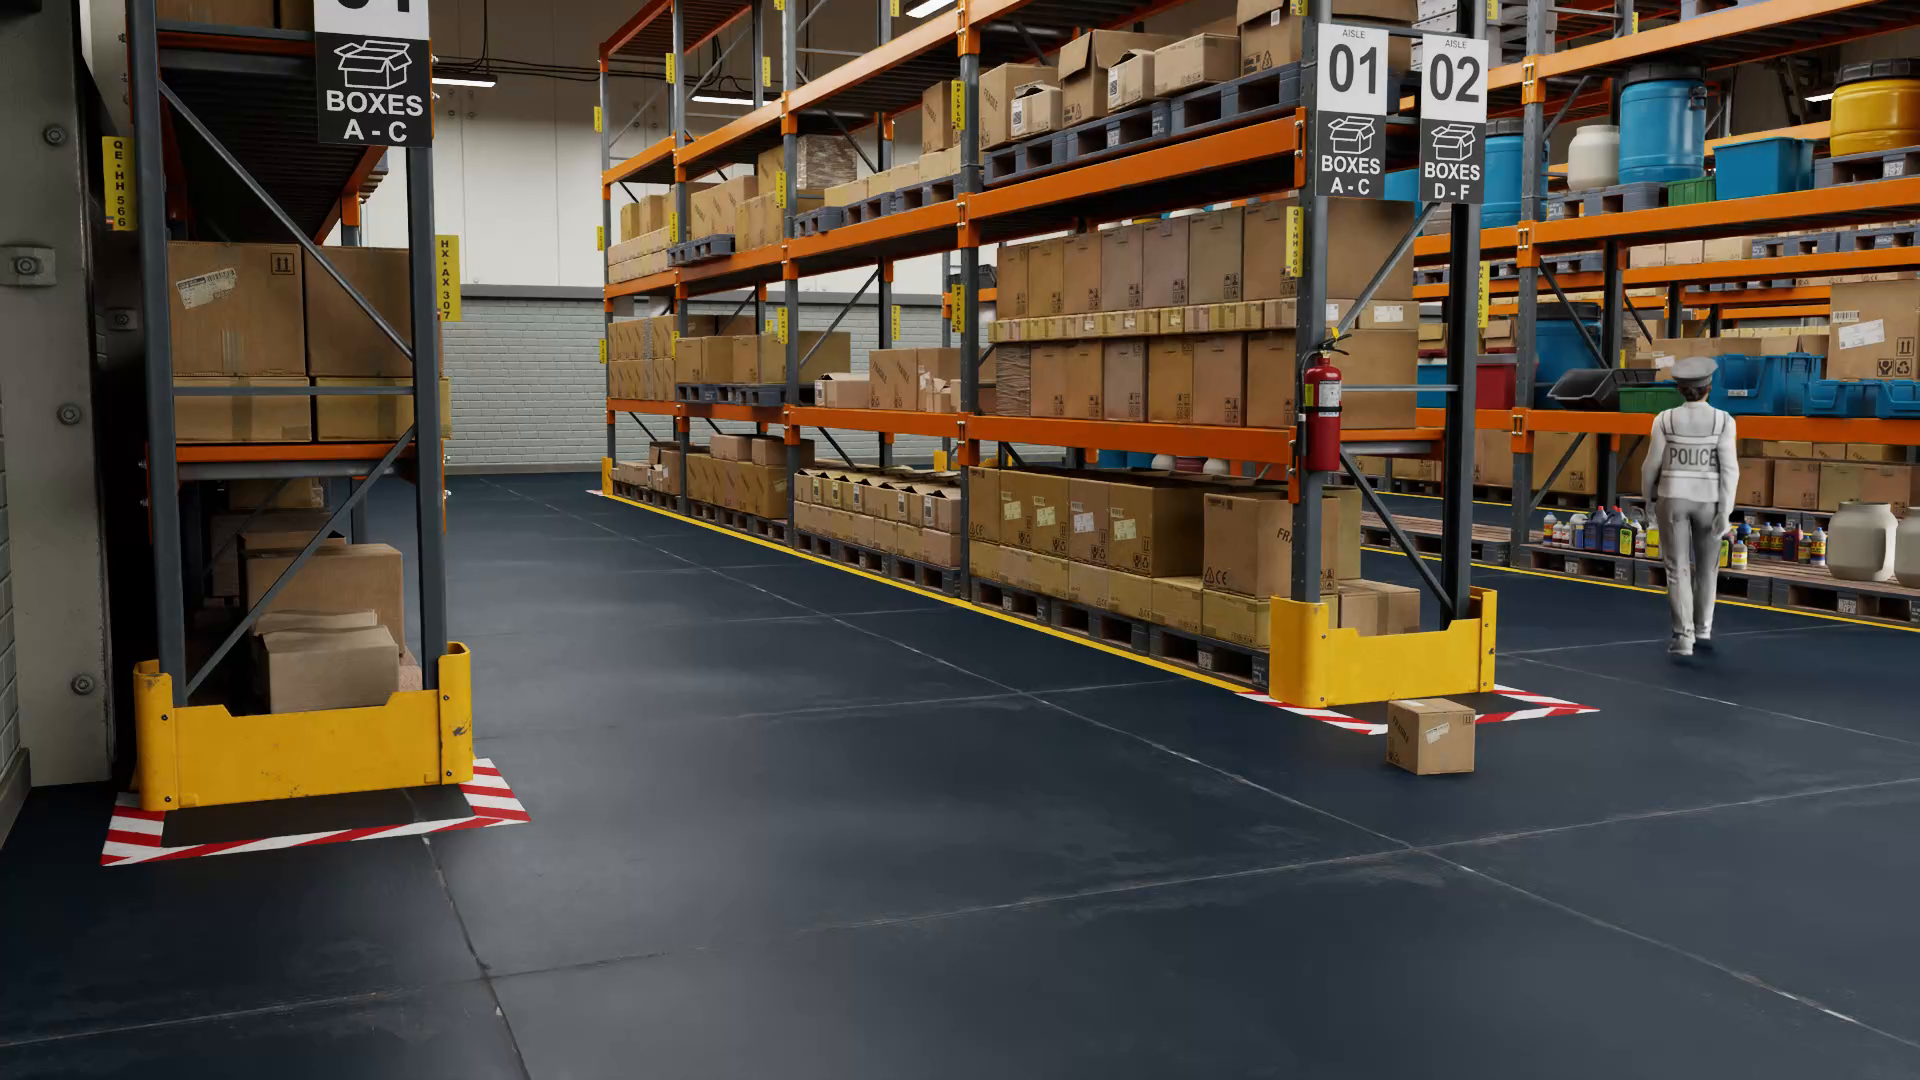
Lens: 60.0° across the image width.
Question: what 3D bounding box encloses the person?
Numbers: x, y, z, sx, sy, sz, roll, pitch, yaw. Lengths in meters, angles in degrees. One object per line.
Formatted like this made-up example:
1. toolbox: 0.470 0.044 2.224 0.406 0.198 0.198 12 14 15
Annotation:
1. person: 4.081 -0.209 9.346 0.489 1.642 0.933 2 6 19
